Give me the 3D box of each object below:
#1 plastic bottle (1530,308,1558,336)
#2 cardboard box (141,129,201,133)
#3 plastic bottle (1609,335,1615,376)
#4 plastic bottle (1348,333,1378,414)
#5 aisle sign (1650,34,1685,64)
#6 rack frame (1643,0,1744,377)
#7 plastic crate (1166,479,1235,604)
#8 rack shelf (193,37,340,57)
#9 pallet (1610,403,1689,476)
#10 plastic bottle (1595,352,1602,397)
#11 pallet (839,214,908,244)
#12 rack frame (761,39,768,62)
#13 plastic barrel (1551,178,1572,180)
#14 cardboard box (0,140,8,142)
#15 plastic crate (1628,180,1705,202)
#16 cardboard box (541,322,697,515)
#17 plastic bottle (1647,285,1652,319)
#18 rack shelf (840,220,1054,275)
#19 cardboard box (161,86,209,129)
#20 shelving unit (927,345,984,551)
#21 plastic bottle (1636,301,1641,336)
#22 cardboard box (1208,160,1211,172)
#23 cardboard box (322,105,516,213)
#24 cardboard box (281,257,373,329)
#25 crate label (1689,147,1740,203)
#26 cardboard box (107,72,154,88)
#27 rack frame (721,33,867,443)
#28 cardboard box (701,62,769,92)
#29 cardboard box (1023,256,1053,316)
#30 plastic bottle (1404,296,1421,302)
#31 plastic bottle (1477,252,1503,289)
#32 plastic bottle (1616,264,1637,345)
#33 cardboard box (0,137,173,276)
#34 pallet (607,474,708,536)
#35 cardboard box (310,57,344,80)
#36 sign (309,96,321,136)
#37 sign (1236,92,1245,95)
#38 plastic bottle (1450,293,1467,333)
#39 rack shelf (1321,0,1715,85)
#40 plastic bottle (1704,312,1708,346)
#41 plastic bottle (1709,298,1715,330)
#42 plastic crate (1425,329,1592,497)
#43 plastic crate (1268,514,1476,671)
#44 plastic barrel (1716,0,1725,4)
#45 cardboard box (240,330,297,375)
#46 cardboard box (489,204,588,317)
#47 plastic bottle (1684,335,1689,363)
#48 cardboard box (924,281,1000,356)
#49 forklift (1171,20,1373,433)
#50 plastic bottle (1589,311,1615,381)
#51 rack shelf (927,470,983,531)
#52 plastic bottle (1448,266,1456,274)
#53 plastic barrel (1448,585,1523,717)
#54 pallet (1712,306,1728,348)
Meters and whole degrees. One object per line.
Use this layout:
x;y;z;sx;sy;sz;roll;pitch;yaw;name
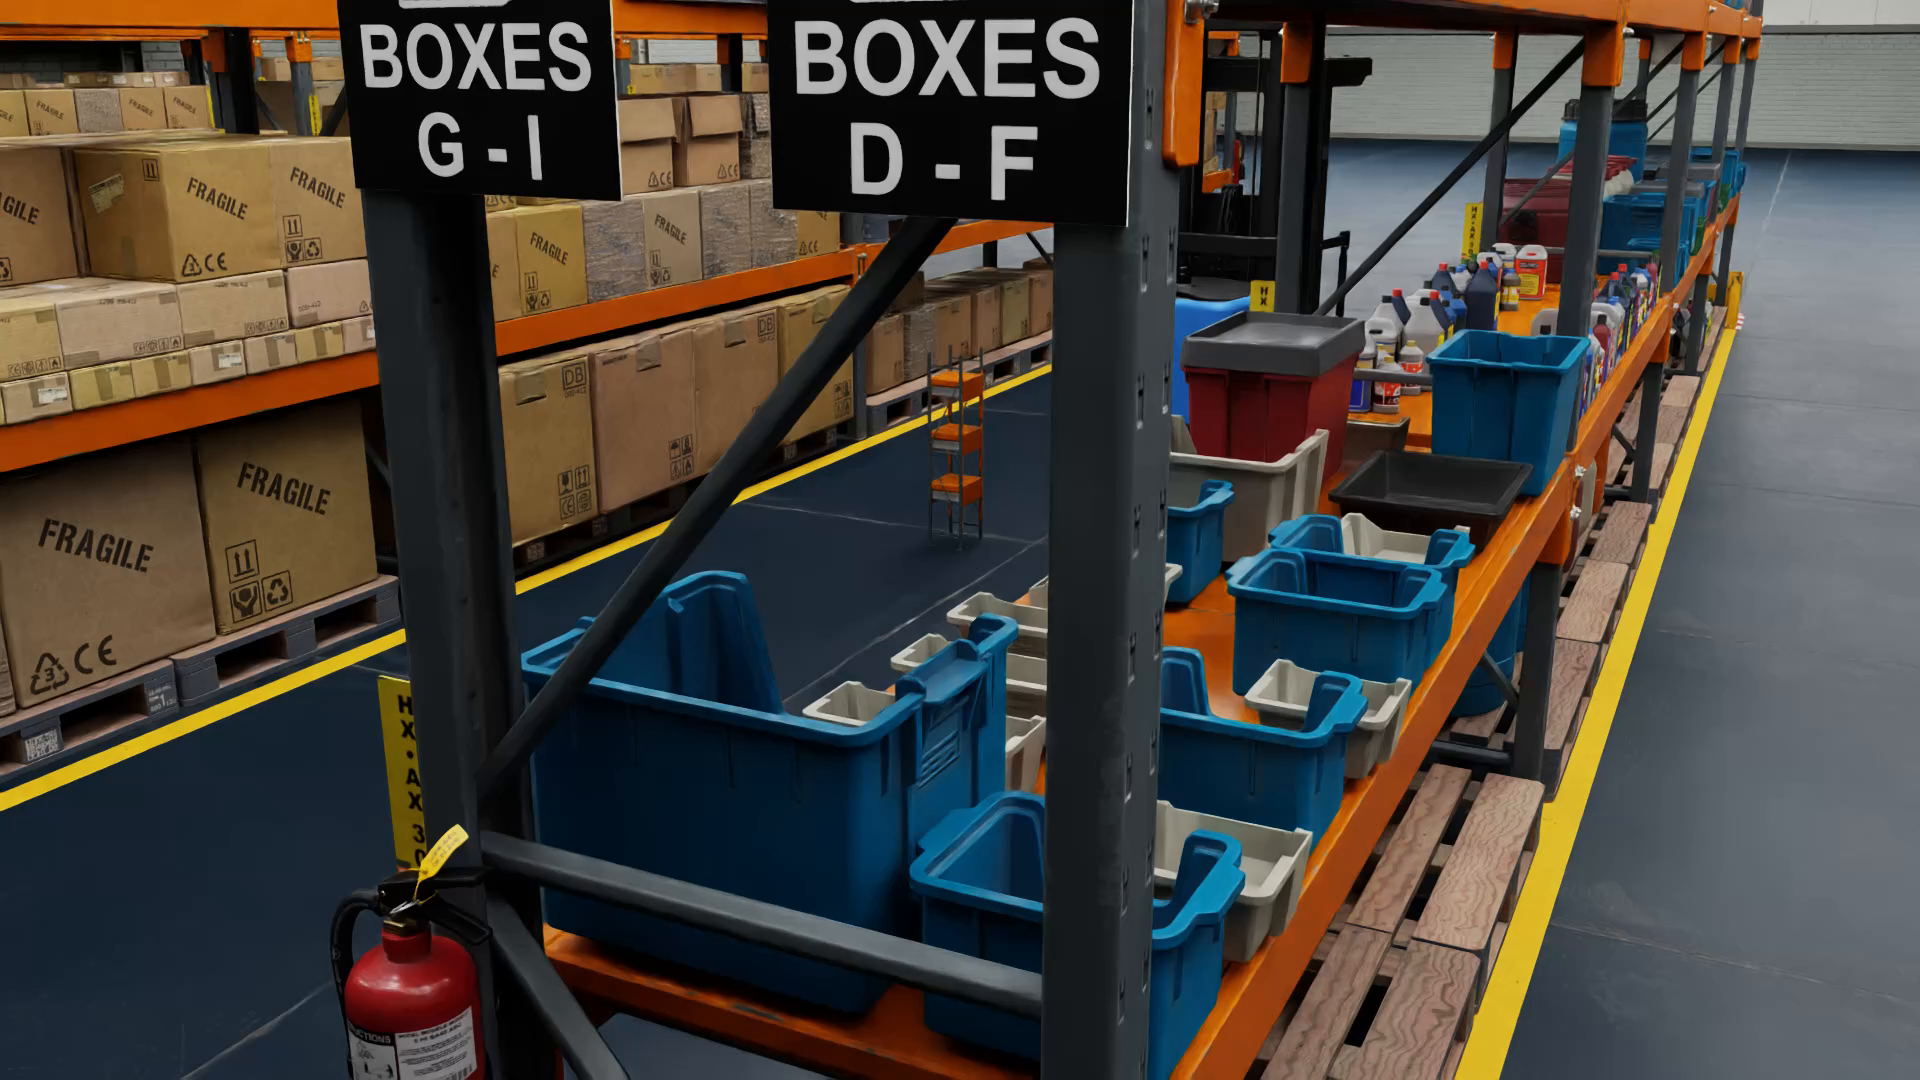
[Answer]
2.361;-0.792;6.642;0.152;0.276;0.135;8;18;25;plastic bottle
-5.998;-3.037;12.641;0.380;0.149;0.250;8;18;24;cardboard box
2.573;-0.763;6.675;0.097;0.201;0.097;0;17;0;plastic bottle
1.422;-0.609;6.025;0.152;0.276;0.135;8;18;25;plastic bottle
6.668;-4.886;15.639;0.394;0.787;0.004;8;18;25;aisle sign
5.110;-2.565;12.392;1.000;3.000;0.127;8;18;25;rack frame
0.436;-0.013;3.987;0.416;0.233;0.300;8;18;25;plastic crate
-7.293;-6.058;20.149;1.077;0.370;4.000;8;18;25;rack shelf
4.250;-0.711;11.049;1.003;0.211;1.213;8;18;25;pallet
2.366;-0.646;6.278;0.097;0.201;0.097;0;17;0;plastic bottle
-0.885;-2.279;11.767;1.213;0.211;1.003;8;18;25;pallet
-1.926;-4.871;20.155;1.000;3.000;0.127;8;18;25;rack frame
3.591;-1.889;9.919;0.421;0.512;0.421;0;17;0;plastic barrel
-6.700;-2.639;11.301;0.380;0.149;0.250;7;18;23;cardboard box
4.319;-1.950;10.207;0.402;0.464;0.583;8;18;25;plastic crate
-2.229;-0.733;9.220;1.225;0.875;0.875;7;18;23;cardboard box
3.309;-1.183;8.088;0.097;0.201;0.097;0;17;0;plastic bottle
-0.215;-2.341;12.901;1.077;0.370;4.000;8;18;25;rack shelf
-8.408;-4.574;17.722;0.500;0.500;0.500;8;18;26;cardboard box
-0.024;-0.490;8.829;0.215;1.050;0.252;8;18;25;shelving unit
3.048;-1.034;7.587;0.097;0.201;0.097;0;17;0;plastic bottle
2.412;-3.931;17.433;0.380;0.149;0.250;8;18;25;cardboard box
-2.618;-1.850;8.047;0.797;0.503;0.637;8;18;24;cardboard box
-2.858;-1.082;7.141;0.500;0.250;0.500;8;18;24;cardboard box
6.317;-3.098;14.123;0.502;0.435;0.616;8;18;25;crate label
-8.589;-4.762;17.215;0.380;0.149;0.250;7;18;23;cardboard box
-1.108;-2.176;11.083;1.000;3.000;0.127;8;18;25;rack frame
-2.661;-5.094;18.745;0.875;0.550;0.550;8;18;25;cardboard box
0.894;-2.295;15.136;0.500;0.500;0.500;7;18;24;cardboard box
1.871;-0.865;6.887;0.152;0.276;0.135;8;18;25;plastic bottle
2.633;-1.300;8.350;0.152;0.276;0.135;8;18;25;plastic bottle
2.905;-1.039;7.340;0.144;0.351;0.185;8;18;25;plastic bottle
-3.565;-1.374;6.805;0.500;0.500;0.500;8;18;25;cardboard box
-2.074;-0.339;9.794;1.003;0.211;1.213;8;18;25;pallet
-7.548;-5.338;19.273;0.700;0.500;0.500;8;18;26;cardboard box
-5.011;-3.284;12.917;0.100;0.325;0.005;8;18;25;sign
2.954;-4.845;17.479;0.100;0.325;0.005;8;18;25;sign
2.095;-0.911;7.049;0.097;0.271;0.097;0;17;0;plastic bottle
2.429;-2.130;6.922;1.077;0.370;4.000;8;18;25;rack shelf
6.037;-1.711;13.516;0.061;0.283;0.133;9;19;28;plastic bottle
6.433;-1.937;14.276;0.061;0.283;0.133;9;19;27;plastic bottle
1.632;-0.386;4.979;0.392;0.384;0.575;8;18;25;plastic crate
0.875;0.110;3.574;0.416;0.233;0.300;8;18;25;plastic crate
4.176;-3.538;9.646;0.600;0.830;0.708;8;18;25;plastic barrel
-2.968;-0.787;6.846;0.380;0.149;0.250;8;18;24;cardboard box
-2.243;-1.419;8.358;0.500;0.500;0.500;8;18;25;cardboard box
5.645;-1.493;12.803;0.097;0.271;0.097;0;17;0;plastic bottle
-0.094;-1.792;13.409;0.700;0.500;0.500;6;18;21;cardboard box
2.070;-2.227;11.376;1.130;2.935;3.031;12;20;34;forklift
2.497;-0.773;6.577;0.152;0.276;0.135;8;18;25;plastic bottle
-0.024;-0.213;8.911;0.215;0.259;0.240;8;18;25;rack shelf
2.283;-1.133;7.774;0.061;0.283;0.133;8;18;25;plastic bottle
1.794;0.141;6.230;0.600;0.901;0.708;8;18;25;plastic barrel
6.538;-2.016;15.440;1.003;0.211;1.213;8;18;25;pallet
